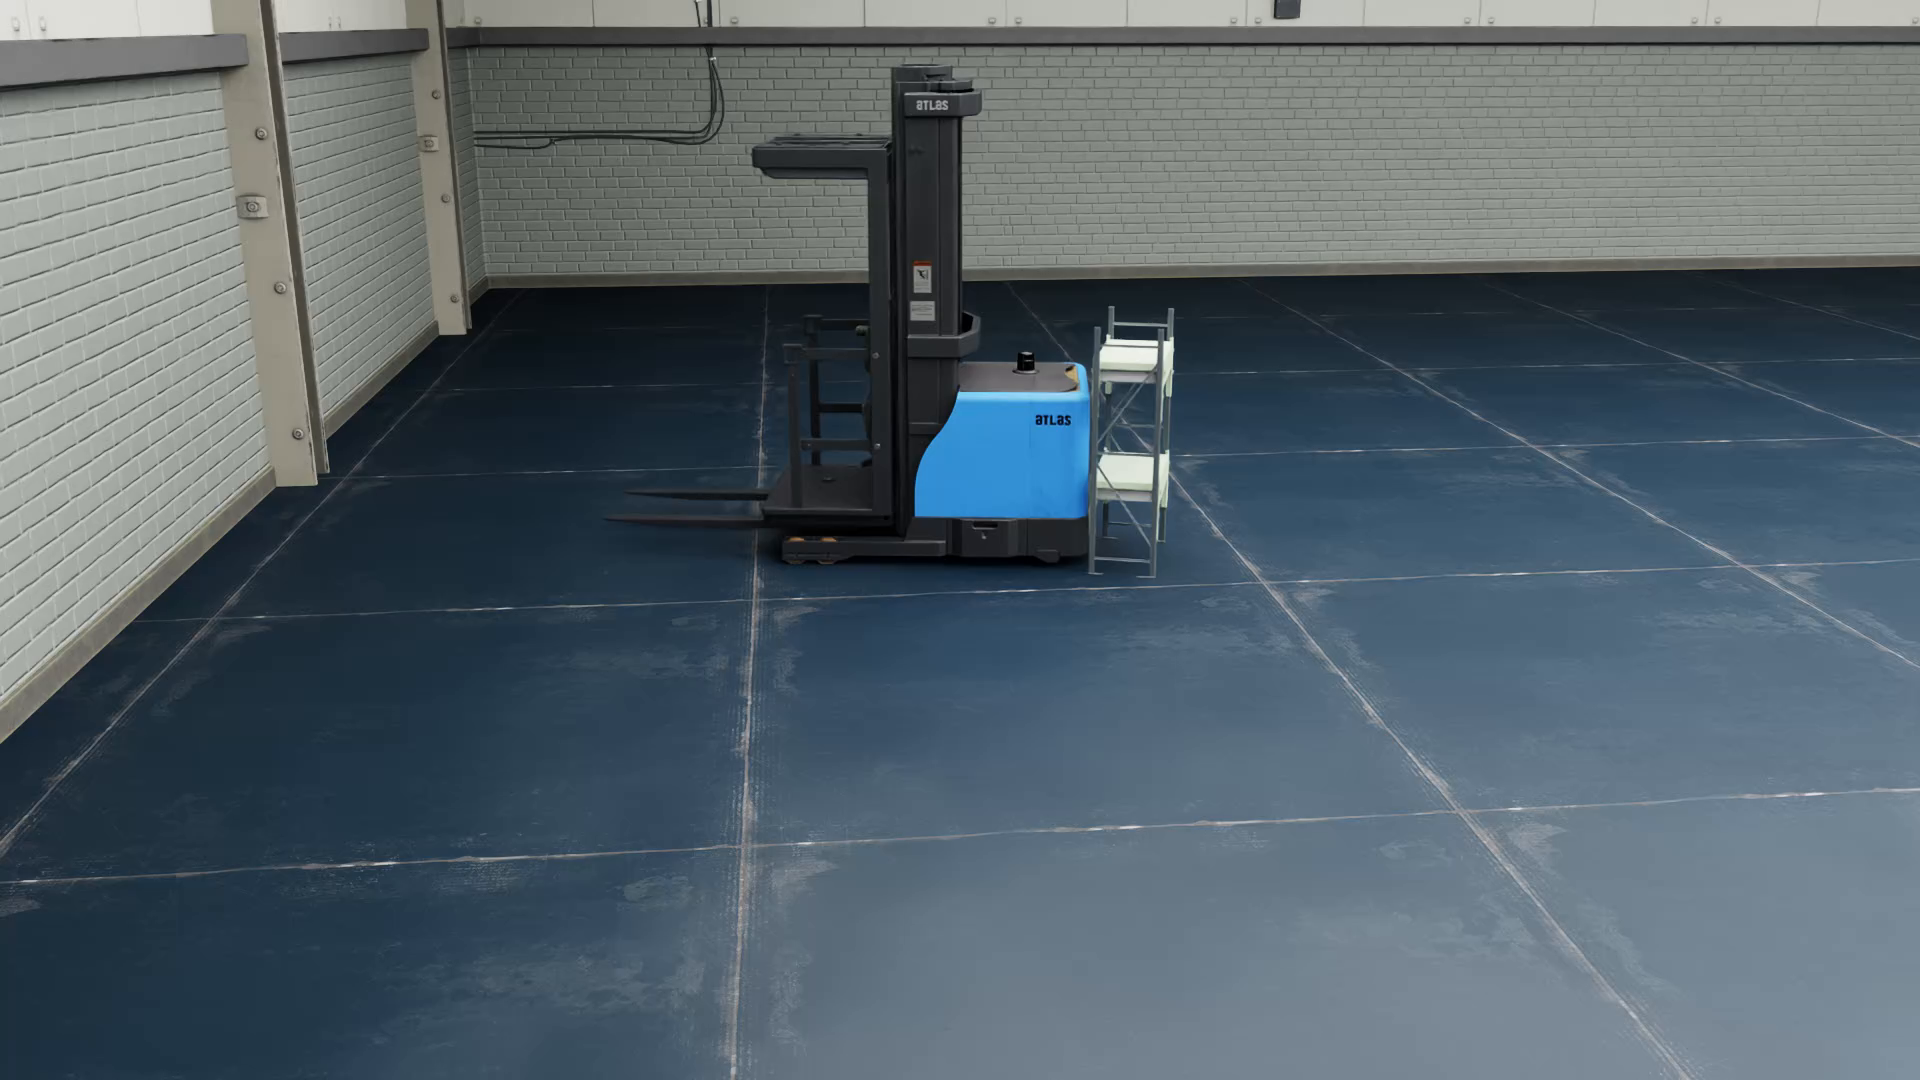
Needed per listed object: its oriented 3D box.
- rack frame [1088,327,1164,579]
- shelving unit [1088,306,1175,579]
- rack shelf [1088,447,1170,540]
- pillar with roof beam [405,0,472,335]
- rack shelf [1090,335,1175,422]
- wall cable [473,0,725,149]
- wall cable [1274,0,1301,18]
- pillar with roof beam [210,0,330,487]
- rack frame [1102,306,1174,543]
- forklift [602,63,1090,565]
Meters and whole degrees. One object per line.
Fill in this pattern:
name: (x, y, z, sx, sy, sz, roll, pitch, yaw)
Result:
rack frame: (0.970, -0.497, 9.758, 0.400, 1.500, 0.023, 3, 18, 11)
shelving unit: (1.042, -0.605, 10.100, 0.431, 1.500, 0.755, 3, 18, 11)
rack shelf: (1.042, -0.294, 10.198, 0.431, 0.370, 0.720, 3, 18, 11)
pillar with roof beam: (-1.130, -6.659, 16.865, 9.100, 9.000, 0.400, -2, 18, -6)
rack shelf: (1.042, -0.977, 9.983, 0.431, 0.370, 0.720, 3, 18, 11)
wall cable: (-4.401, -5.963, 19.833, 3.097, 2.526, 0.112, -2, 18, -6)
wall cable: (5.044, -9.356, 19.777, 2.305, 6.003, 0.169, -2, 18, -6)
pillar with roof beam: (-0.511, -4.872, 11.171, 9.100, 9.000, 0.400, -2, 18, -6)
rack frame: (1.114, -0.712, 10.442, 0.400, 1.500, 0.023, 3, 18, 11)
forklift: (-0.709, -1.402, 10.250, 3.031, 2.935, 1.130, 1, 17, 2)
